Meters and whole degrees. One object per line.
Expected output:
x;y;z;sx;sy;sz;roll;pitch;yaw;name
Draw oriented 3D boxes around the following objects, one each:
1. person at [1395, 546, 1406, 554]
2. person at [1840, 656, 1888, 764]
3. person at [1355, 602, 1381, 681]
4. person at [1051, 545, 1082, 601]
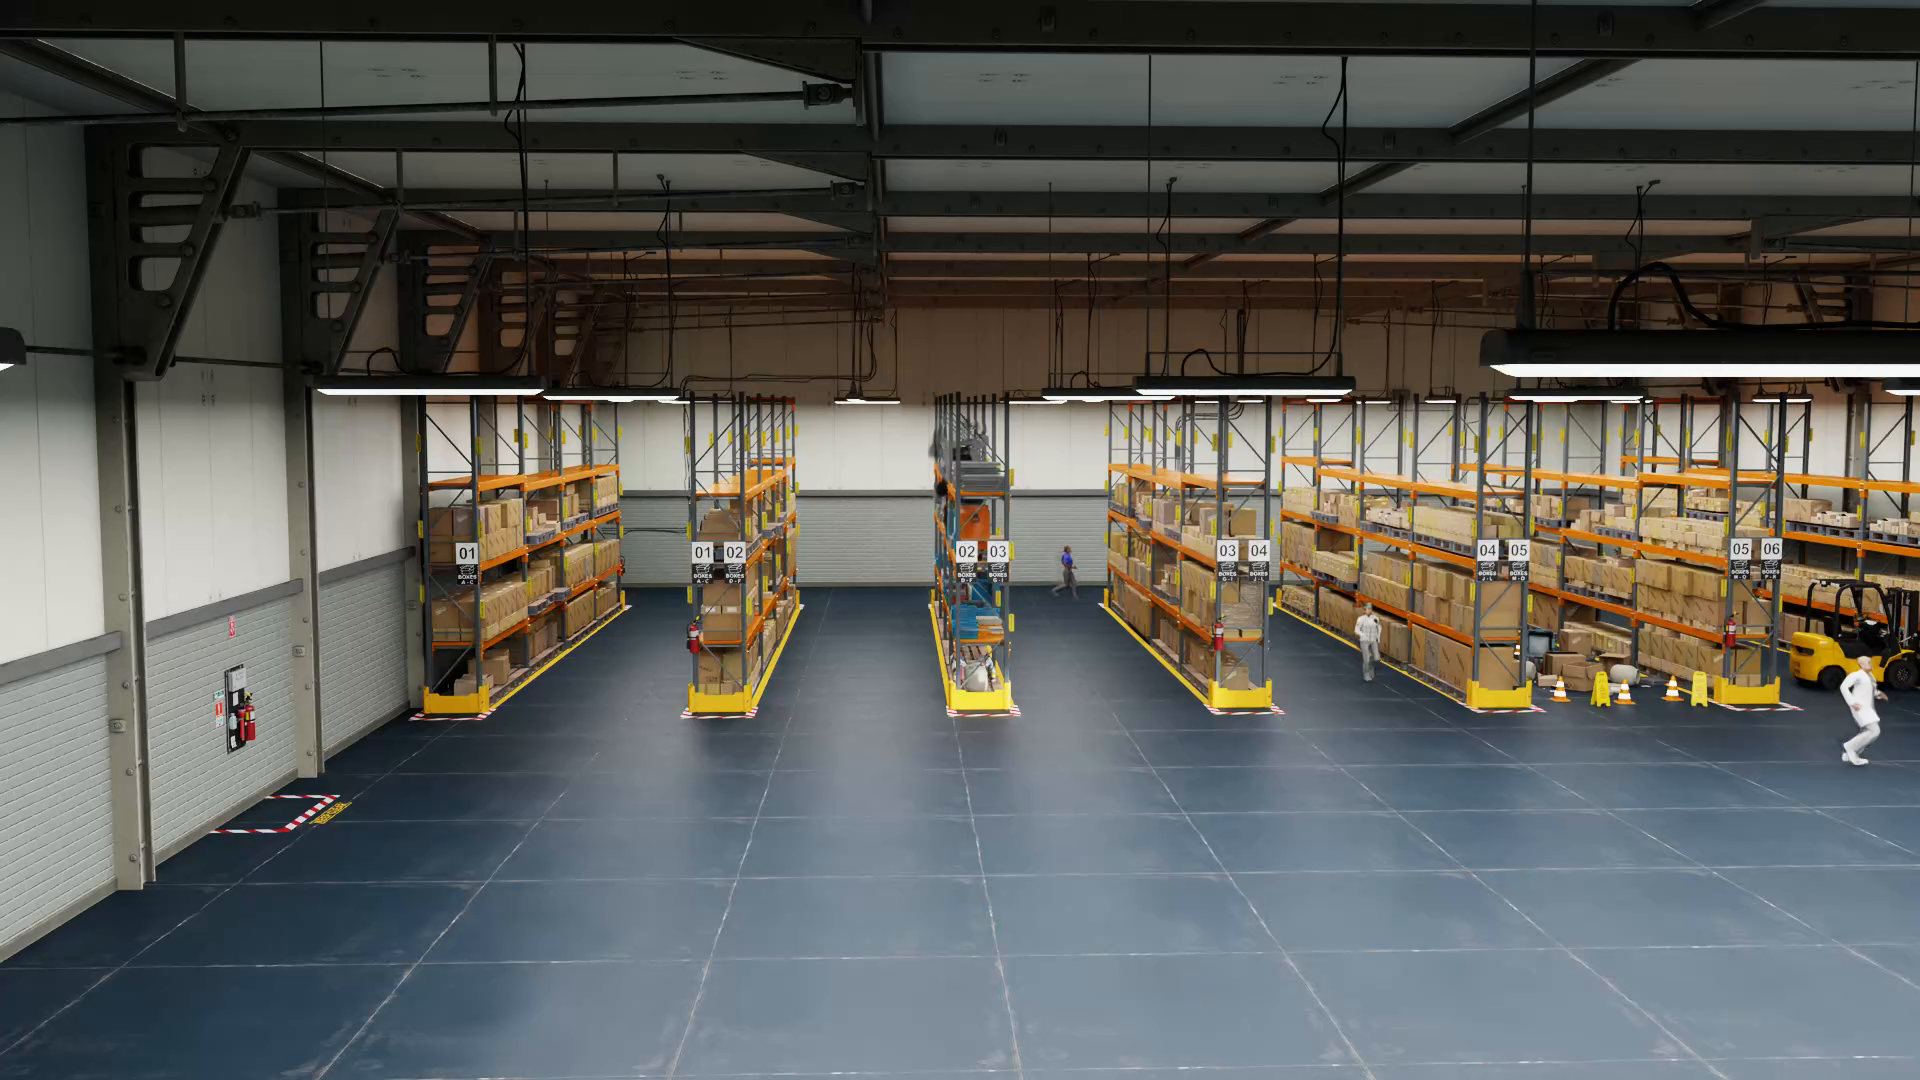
13.125;0.887;49.266;0.878;1.811;0.669;0;5;4;person
14.408;2.719;26.477;0.765;1.752;0.609;-4;6;-40;person
8.529;2.118;34.610;0.589;1.653;0.522;0;5;-2;person
3.149;0.985;49.047;0.901;1.660;0.592;1;5;11;person
